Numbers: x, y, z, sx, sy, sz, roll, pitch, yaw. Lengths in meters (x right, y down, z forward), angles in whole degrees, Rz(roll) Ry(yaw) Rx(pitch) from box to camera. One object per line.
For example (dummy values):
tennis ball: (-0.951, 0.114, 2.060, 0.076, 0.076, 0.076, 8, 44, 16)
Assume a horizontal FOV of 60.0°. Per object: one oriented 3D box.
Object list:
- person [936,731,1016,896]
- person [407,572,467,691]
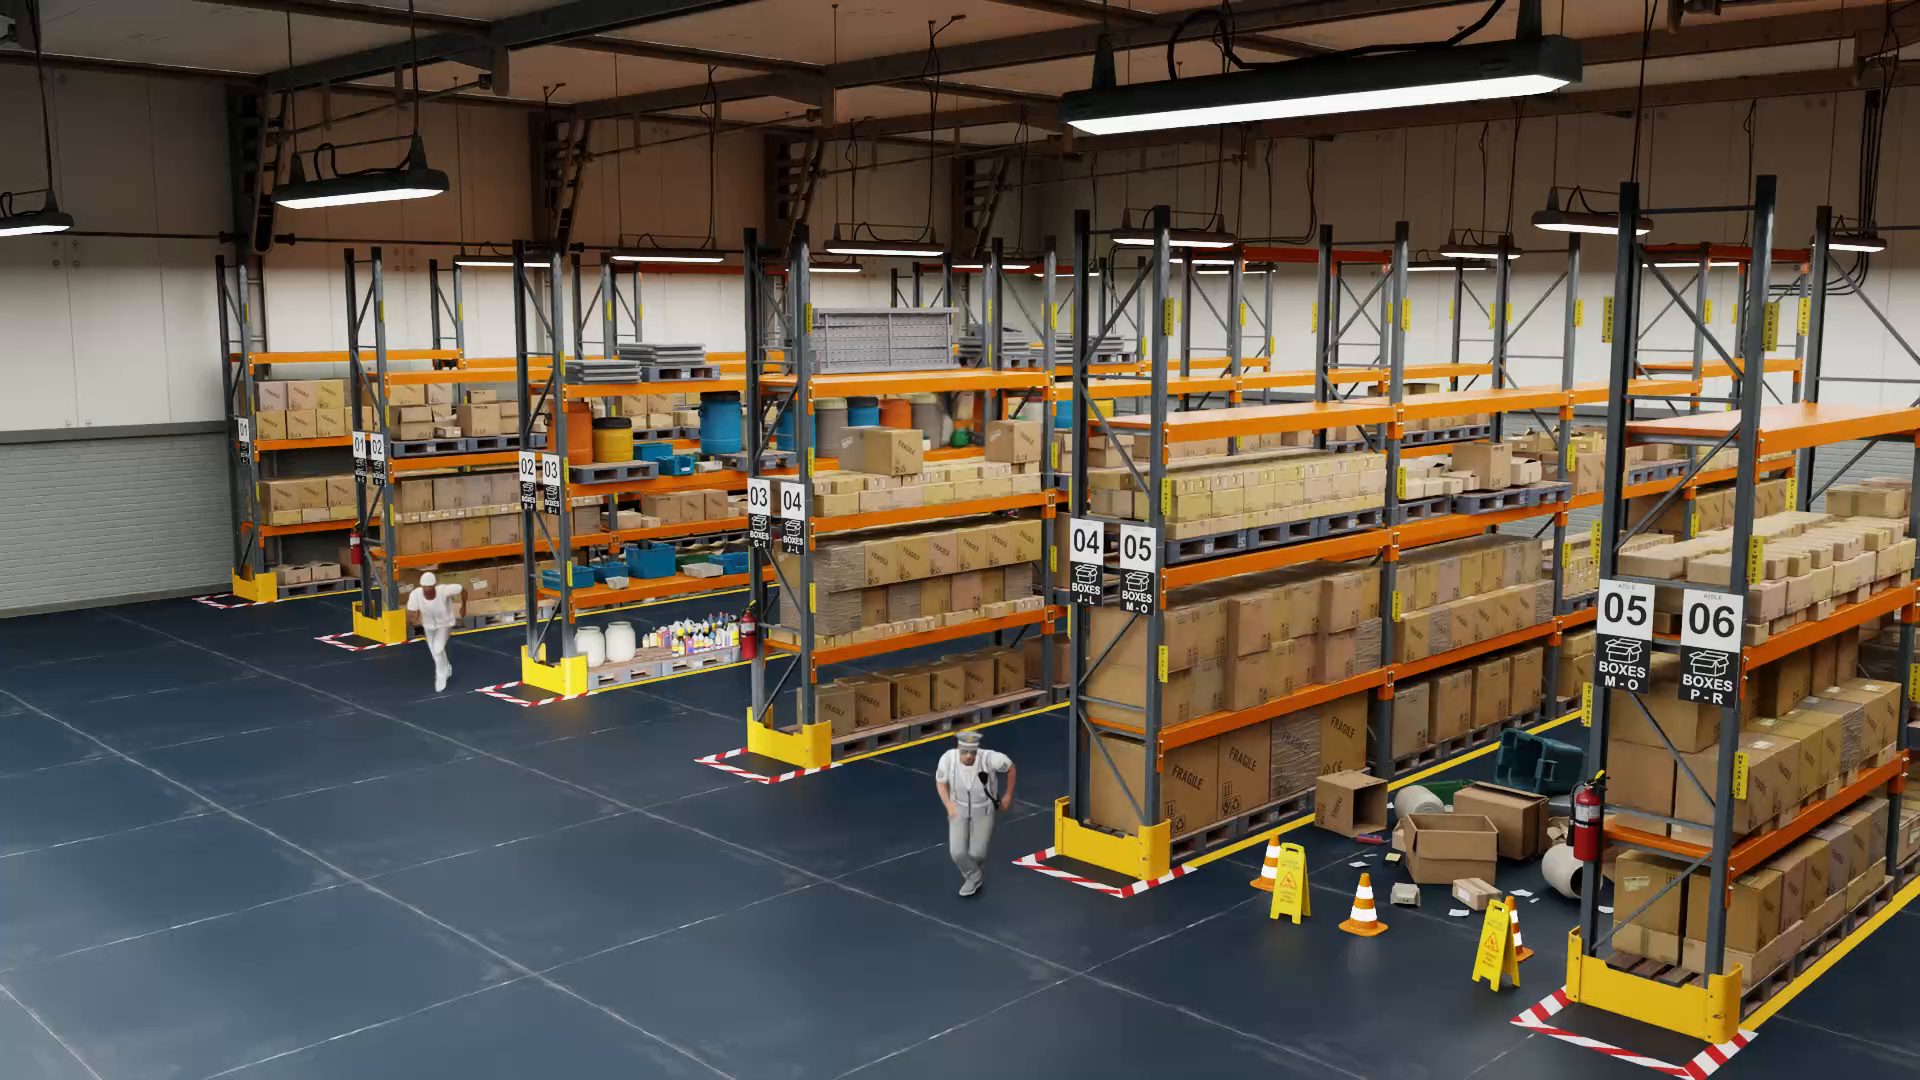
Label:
person: (0.143, 2.359, 14.487, 0.685, 1.566, 0.868, 1, 8, 7)
person: (-7.011, 1.211, 22.403, 0.743, 1.670, 0.968, 0, 8, -1)
